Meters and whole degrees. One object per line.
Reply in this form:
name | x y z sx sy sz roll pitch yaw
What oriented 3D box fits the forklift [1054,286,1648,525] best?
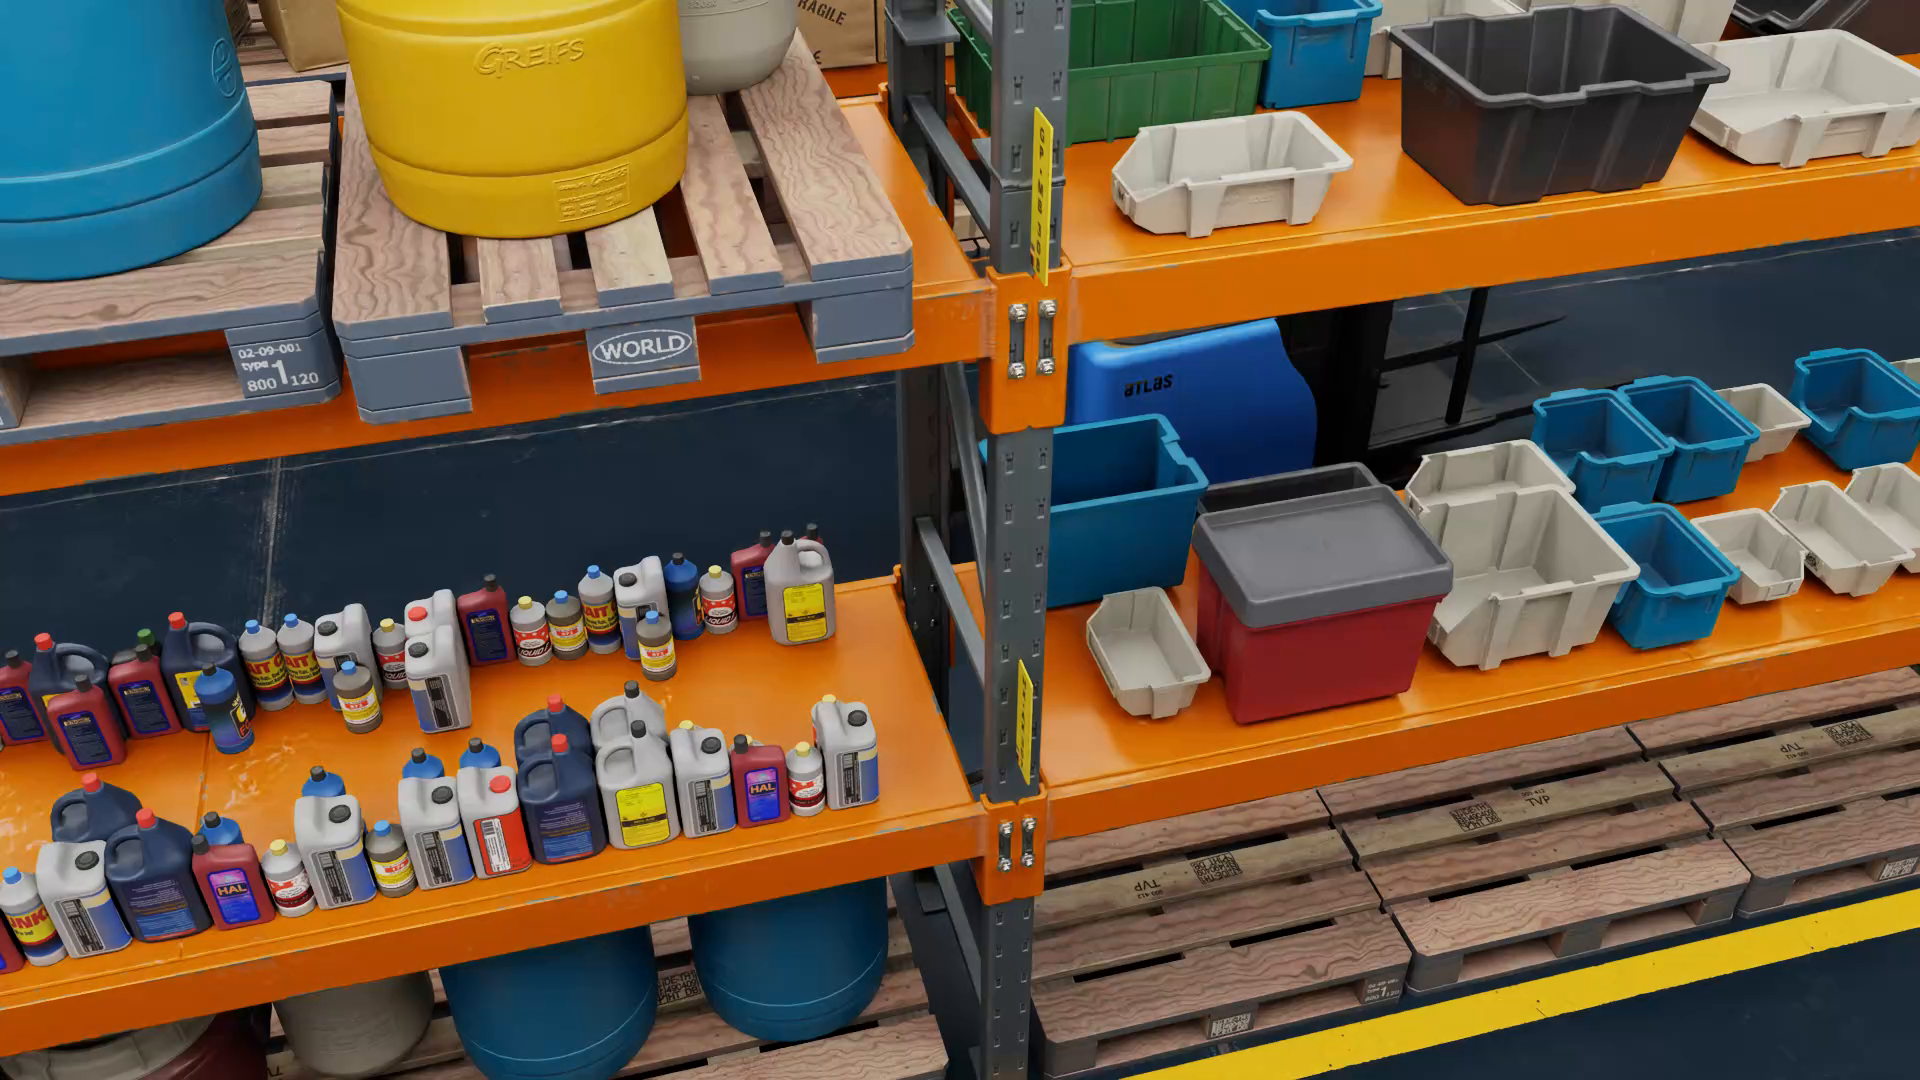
forklift | 1.744 -1.618 6.953 3.031 2.935 1.130 -14 39 -17

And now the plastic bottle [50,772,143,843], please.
plastic bottle | -2.023 0.689 3.921 0.185 0.351 0.144 -9 38 -12

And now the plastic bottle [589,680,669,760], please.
plastic bottle | -0.827 0.498 4.171 0.185 0.351 0.144 -9 38 -12

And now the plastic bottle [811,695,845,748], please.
plastic bottle | -0.334 0.486 4.309 0.097 0.201 0.097 0 37 0

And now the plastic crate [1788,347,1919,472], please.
plastic crate | 2.914 -0.415 5.413 0.300 0.233 0.416 -9 38 -12

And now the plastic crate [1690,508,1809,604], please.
plastic crate | 2.307 0.062 4.868 0.250 0.136 0.298 -9 38 -12

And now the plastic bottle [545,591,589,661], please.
plastic bottle | -1.100 0.230 4.644 0.097 0.201 0.097 0 37 0

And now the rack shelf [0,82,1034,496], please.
rack shelf | -1.919 -0.364 3.380 4.000 0.370 1.077 -9 38 -12

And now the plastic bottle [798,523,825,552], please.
plastic bottle | -0.453 0.080 4.773 0.133 0.283 0.061 -9 38 -12

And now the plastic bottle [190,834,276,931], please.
plastic bottle | -1.689 0.783 3.854 0.133 0.283 0.061 -9 38 -12

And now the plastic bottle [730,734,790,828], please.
plastic bottle | -0.495 0.587 4.110 0.133 0.283 0.061 -9 38 -12

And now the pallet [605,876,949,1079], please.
pallet | -0.744 1.431 5.206 1.213 0.211 1.003 -9 38 -12

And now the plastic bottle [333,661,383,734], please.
plastic bottle | -1.601 0.408 4.412 0.097 0.201 0.097 0 37 0

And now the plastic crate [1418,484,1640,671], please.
plastic crate | 1.534 0.115 4.679 0.530 0.282 0.437 -9 38 -12

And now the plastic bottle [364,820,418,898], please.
plastic bottle | -1.358 0.750 3.965 0.097 0.201 0.097 0 37 0

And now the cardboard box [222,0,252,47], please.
cardboard box | -3.626 -2.452 7.559 0.500 0.500 0.700 -3 37 -3

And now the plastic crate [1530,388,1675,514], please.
plastic crate | 1.989 -0.264 5.214 0.300 0.233 0.416 -9 38 -12

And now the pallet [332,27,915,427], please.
pallet | -0.719 -0.710 3.395 1.003 0.211 1.213 -9 38 -12

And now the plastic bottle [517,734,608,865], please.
plastic bottle | -0.968 0.612 4.022 0.185 0.351 0.144 -9 38 -12

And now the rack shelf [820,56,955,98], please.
rack shelf | 0.655 -2.712 8.918 4.000 0.370 1.077 -9 38 -12

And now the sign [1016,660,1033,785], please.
sign | 0.154 0.438 3.980 0.005 0.325 0.100 -9 38 -12

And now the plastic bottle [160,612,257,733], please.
plastic bottle | -1.995 0.332 4.388 0.185 0.351 0.144 -9 38 -12

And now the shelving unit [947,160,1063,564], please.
shelving unit | 0.115 -0.839 6.619 0.503 2.100 0.431 -13 39 -16

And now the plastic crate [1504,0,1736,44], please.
plastic crate | 1.654 -1.383 4.217 0.530 0.282 0.437 -9 38 -12

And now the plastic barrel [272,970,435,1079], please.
plastic barrel | -1.769 1.272 4.820 0.421 0.512 0.421 0 37 0

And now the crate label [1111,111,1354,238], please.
crate label | 0.560 -0.769 3.535 0.466 0.136 0.293 -9 38 -12

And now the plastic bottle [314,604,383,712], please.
plastic bottle | -1.652 0.308 4.481 0.135 0.276 0.152 -9 38 -12

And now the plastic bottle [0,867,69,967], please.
plastic bottle | -2.113 0.846 3.781 0.097 0.271 0.097 0 37 0

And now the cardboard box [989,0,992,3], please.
cardboard box | 0.265 -2.802 8.362 0.500 0.500 0.500 -10 38 -12

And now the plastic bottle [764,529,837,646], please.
plastic bottle | -0.451 0.117 4.669 0.185 0.351 0.144 -9 38 -12

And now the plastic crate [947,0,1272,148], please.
plastic crate | 0.342 -1.126 3.959 0.662 0.188 0.450 -9 38 -12

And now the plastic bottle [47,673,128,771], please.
plastic bottle | -2.251 0.465 4.269 0.133 0.283 0.061 -9 38 -12

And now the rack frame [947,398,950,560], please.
rack frame | -0.114 -0.788 6.552 0.015 2.100 0.400 -13 39 -16

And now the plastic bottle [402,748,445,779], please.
plastic bottle | -1.304 0.617 4.080 0.097 0.271 0.097 0 37 0

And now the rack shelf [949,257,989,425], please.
rack shelf | 0.115 -0.828 6.627 0.480 0.518 0.431 -13 39 -16

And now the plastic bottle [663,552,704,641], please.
plastic bottle | -0.782 0.150 4.691 0.097 0.271 0.097 0 37 0

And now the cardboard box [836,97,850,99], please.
cardboard box | -0.799 -2.119 9.247 0.500 0.500 0.500 -9 38 -12

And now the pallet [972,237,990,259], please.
pallet | 0.568 -1.877 9.530 1.213 0.211 1.003 -9 38 -12

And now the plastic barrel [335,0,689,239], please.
plastic barrel | -0.816 -0.944 3.046 0.600 0.588 0.600 0 37 0

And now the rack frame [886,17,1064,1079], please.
rack frame | 0.012 0.225 4.487 0.127 3.000 1.000 -9 38 -12

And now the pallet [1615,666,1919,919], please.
pallet | 3.068 0.807 6.021 1.213 0.211 1.003 -9 38 -12
